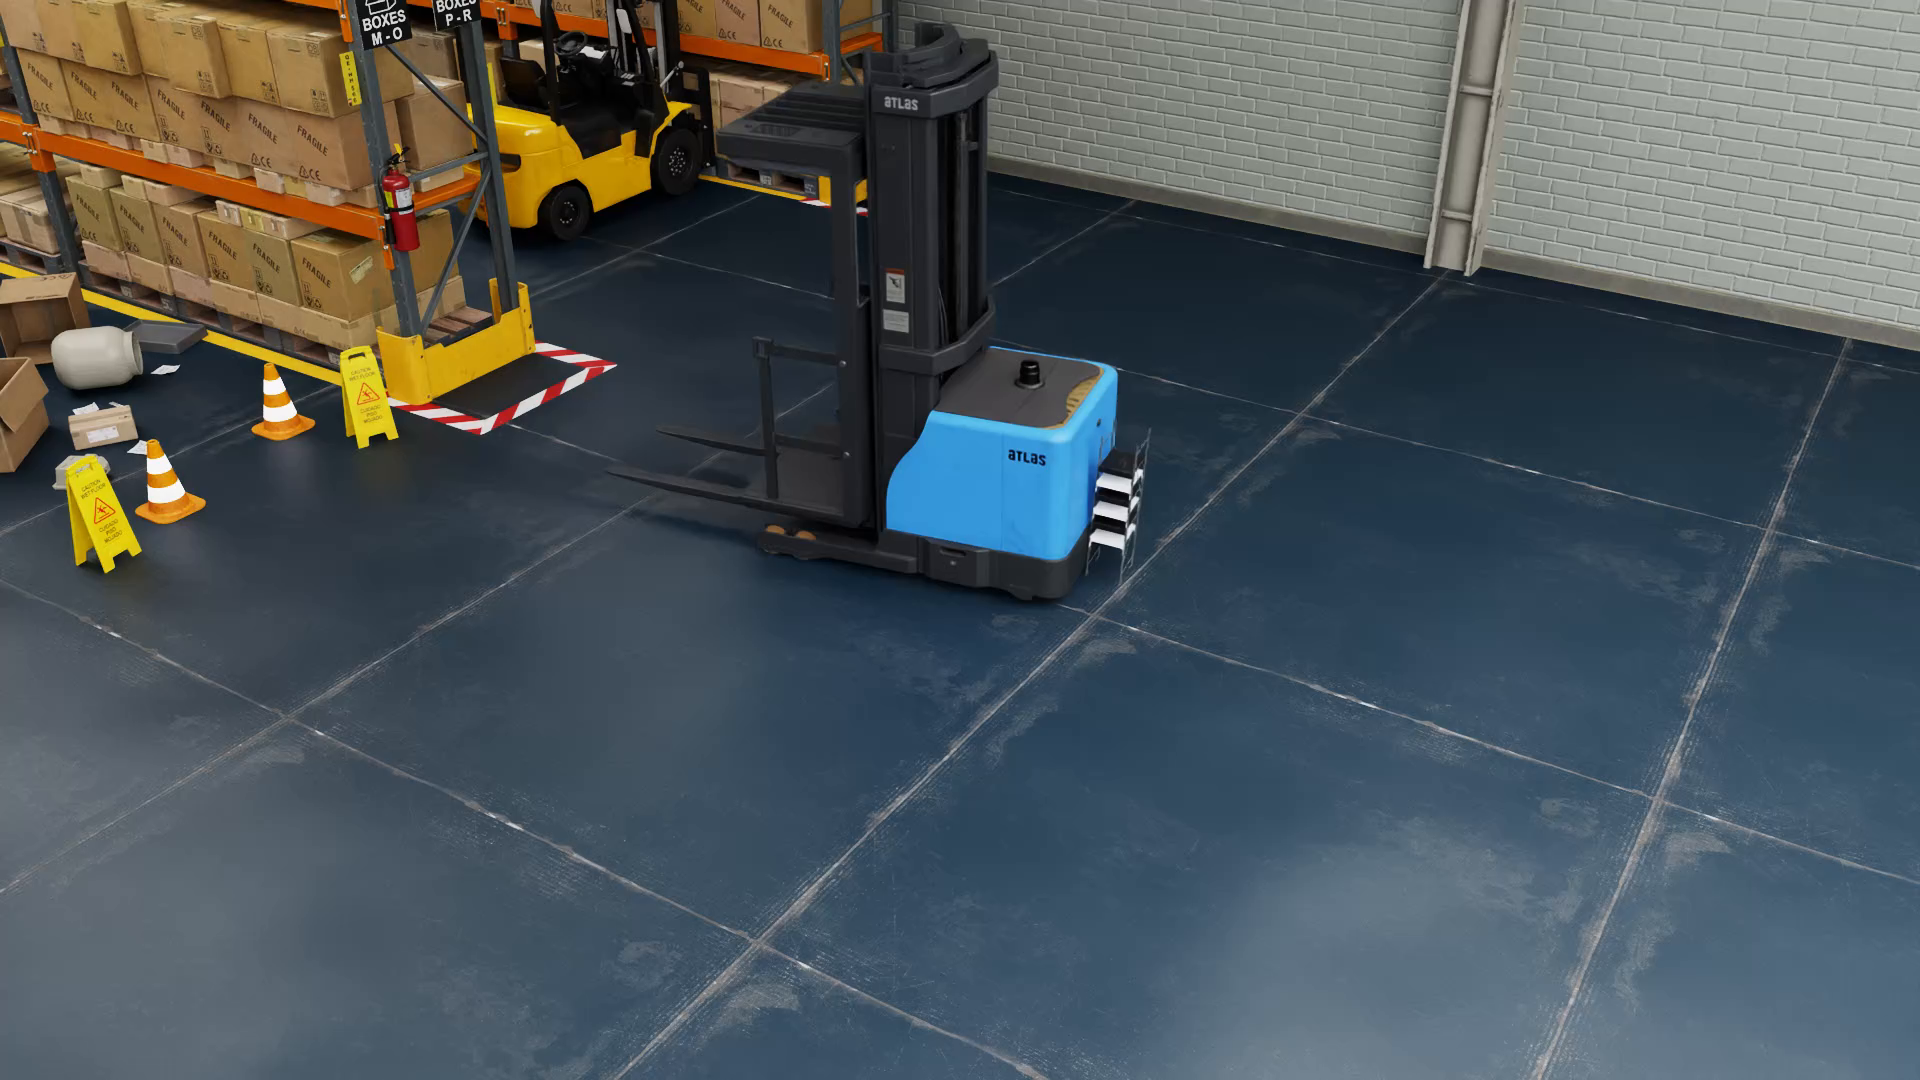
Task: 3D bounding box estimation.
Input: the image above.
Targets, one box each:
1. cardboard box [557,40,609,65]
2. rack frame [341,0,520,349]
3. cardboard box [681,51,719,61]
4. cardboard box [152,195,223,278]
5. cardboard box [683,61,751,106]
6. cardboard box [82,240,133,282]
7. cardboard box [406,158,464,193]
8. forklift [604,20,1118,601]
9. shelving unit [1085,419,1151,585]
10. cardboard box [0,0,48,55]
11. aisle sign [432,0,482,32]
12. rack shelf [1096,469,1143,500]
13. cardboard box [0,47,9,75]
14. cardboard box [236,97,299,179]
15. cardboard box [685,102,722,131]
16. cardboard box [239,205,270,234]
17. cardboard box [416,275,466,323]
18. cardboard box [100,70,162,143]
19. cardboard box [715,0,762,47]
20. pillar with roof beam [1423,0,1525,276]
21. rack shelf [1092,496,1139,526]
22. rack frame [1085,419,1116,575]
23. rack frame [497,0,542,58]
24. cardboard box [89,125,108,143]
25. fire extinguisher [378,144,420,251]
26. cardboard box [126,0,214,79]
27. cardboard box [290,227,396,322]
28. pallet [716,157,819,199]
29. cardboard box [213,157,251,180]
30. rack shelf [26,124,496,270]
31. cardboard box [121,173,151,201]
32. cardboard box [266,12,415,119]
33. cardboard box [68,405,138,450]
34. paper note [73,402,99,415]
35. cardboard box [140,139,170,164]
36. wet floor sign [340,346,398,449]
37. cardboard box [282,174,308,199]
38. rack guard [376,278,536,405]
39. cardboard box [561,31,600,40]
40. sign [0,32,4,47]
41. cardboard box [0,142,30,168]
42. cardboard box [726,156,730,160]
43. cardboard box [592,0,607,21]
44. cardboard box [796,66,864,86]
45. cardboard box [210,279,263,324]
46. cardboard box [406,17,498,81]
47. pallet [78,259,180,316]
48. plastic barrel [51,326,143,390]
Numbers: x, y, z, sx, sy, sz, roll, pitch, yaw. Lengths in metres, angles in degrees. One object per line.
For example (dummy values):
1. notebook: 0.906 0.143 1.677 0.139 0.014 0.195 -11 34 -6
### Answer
1. cardboard box: -3.596 -4.702 16.326 0.500 0.250 0.500 18 35 27
2. rack frame: -3.514 -2.491 11.215 0.127 3.000 1.000 18 35 27
3. cardboard box: -2.458 -4.656 16.247 0.500 0.250 0.500 17 34 26
4. cardboard box: -5.648 -2.328 12.505 0.500 0.500 0.500 20 36 30
5. cardboard box: -2.303 -4.291 15.621 0.500 0.250 0.500 18 35 28
6. cardboard box: -6.546 -2.283 13.170 0.500 0.250 0.500 16 34 25
7. cardboard box: -3.692 -2.561 11.586 0.250 0.149 0.380 18 35 28
8. forklift: -0.656 -1.384 9.386 3.031 2.935 1.130 11 32 18
9. shelving unit: 0.887 -0.209 9.376 0.210 0.900 0.258 15 33 17
10. cardboard box: -6.645 -3.955 12.339 0.500 0.500 0.700 17 34 27
11. aisle sign: -3.297 -3.729 10.758 0.004 0.787 0.394 18 35 27
12. rack shelf: 0.895 -0.334 9.299 0.200 0.077 0.258 15 33 17
13. cardboard box: -7.415 -3.941 12.890 0.500 0.500 0.500 17 34 26
14. cardboard box: -4.542 -2.826 11.396 0.500 0.500 0.500 18 35 27
15. cardboard box: -2.324 -4.085 15.764 0.500 0.250 0.500 17 34 26
16. cardboard box: -4.889 -2.330 11.864 0.250 0.149 0.380 18 35 28
17. cardboard box: -4.050 -1.818 12.375 0.500 0.250 0.500 17 34 27
18. cardboard box: -5.822 -3.232 12.092 0.500 0.500 0.500 17 34 27
19. cardboard box: -1.869 -4.816 15.102 0.500 0.500 0.500 19 35 29
20. pillar with roof beam: 1.804 -4.328 8.411 0.400 9.000 9.100 18 35 27
21. rack shelf: 0.885 -0.181 9.394 0.200 0.077 0.258 15 33 17
22. rack frame: 0.793 -0.234 9.407 0.006 0.900 0.240 15 33 17
23. rack frame: -4.266 -5.682 16.685 0.127 3.000 1.000 18 35 27
24. cardboard box: -6.323 -3.129 12.558 0.250 0.149 0.380 17 34 27
25. fire extinguisher: -3.662 -2.230 10.845 0.183 0.674 0.296 18 35 27
26. cardboard box: -5.323 -3.562 11.665 0.500 0.500 0.700 17 34 27
27. cardboard box: -4.331 -1.912 11.790 0.500 0.500 0.500 18 35 28
28. pallet: -1.548 -3.593 15.871 1.213 0.211 1.003 18 35 27
29. cardboard box: -5.065 -2.704 11.829 0.250 0.149 0.380 17 34 27
30. rack shelf: -5.208 -2.716 12.314 4.000 0.370 1.077 18 35 27
31. cardboard box: -6.036 -2.691 12.482 0.250 0.149 0.380 19 35 29
32. cardboard box: -4.063 -3.138 10.938 0.500 0.500 0.700 17 34 26
33. cardboard box: -5.698 -0.748 11.057 0.380 0.149 0.250 -15 33 -24
34. paper note: -6.013 -0.898 11.443 0.148 0.019 0.142 -21 36 -32
35. cardboard box: -5.727 -2.886 12.141 0.250 0.149 0.380 18 35 28
36. wet floor sign: -3.922 -0.966 10.938 0.267 0.644 0.232 -21 36 -32
37. cardboard box: -4.424 -2.489 11.462 0.250 0.149 0.380 17 34 27
38. rack guard: -3.579 -1.431 11.880 0.348 0.500 1.175 18 35 27
39. cardboard box: -3.747 -5.058 16.935 0.500 0.250 0.500 18 35 28
40. sign: -7.194 -3.824 12.352 0.005 0.325 0.100 18 35 27
41. cardboard box: -8.548 -3.125 14.493 0.625 0.372 0.950 19 35 29
42. cardboard box: -1.861 -3.732 15.655 0.500 0.250 0.500 18 35 27
43. cardboard box: -3.150 -5.227 15.806 0.500 0.500 0.500 17 34 27
44. cardboard box: -1.185 -4.245 15.542 0.500 0.250 0.500 17 34 27
45. cardboard box: -5.223 -1.866 12.456 0.500 0.250 0.500 16 34 26
46. cardboard box: -5.367 -5.183 17.771 0.625 0.625 0.875 17 34 27
47. pallet: -6.314 -2.193 13.472 1.213 0.211 1.003 18 35 27
48. plastic barrel: -6.068 -1.285 11.705 0.512 0.421 0.421 -9 32 -15
